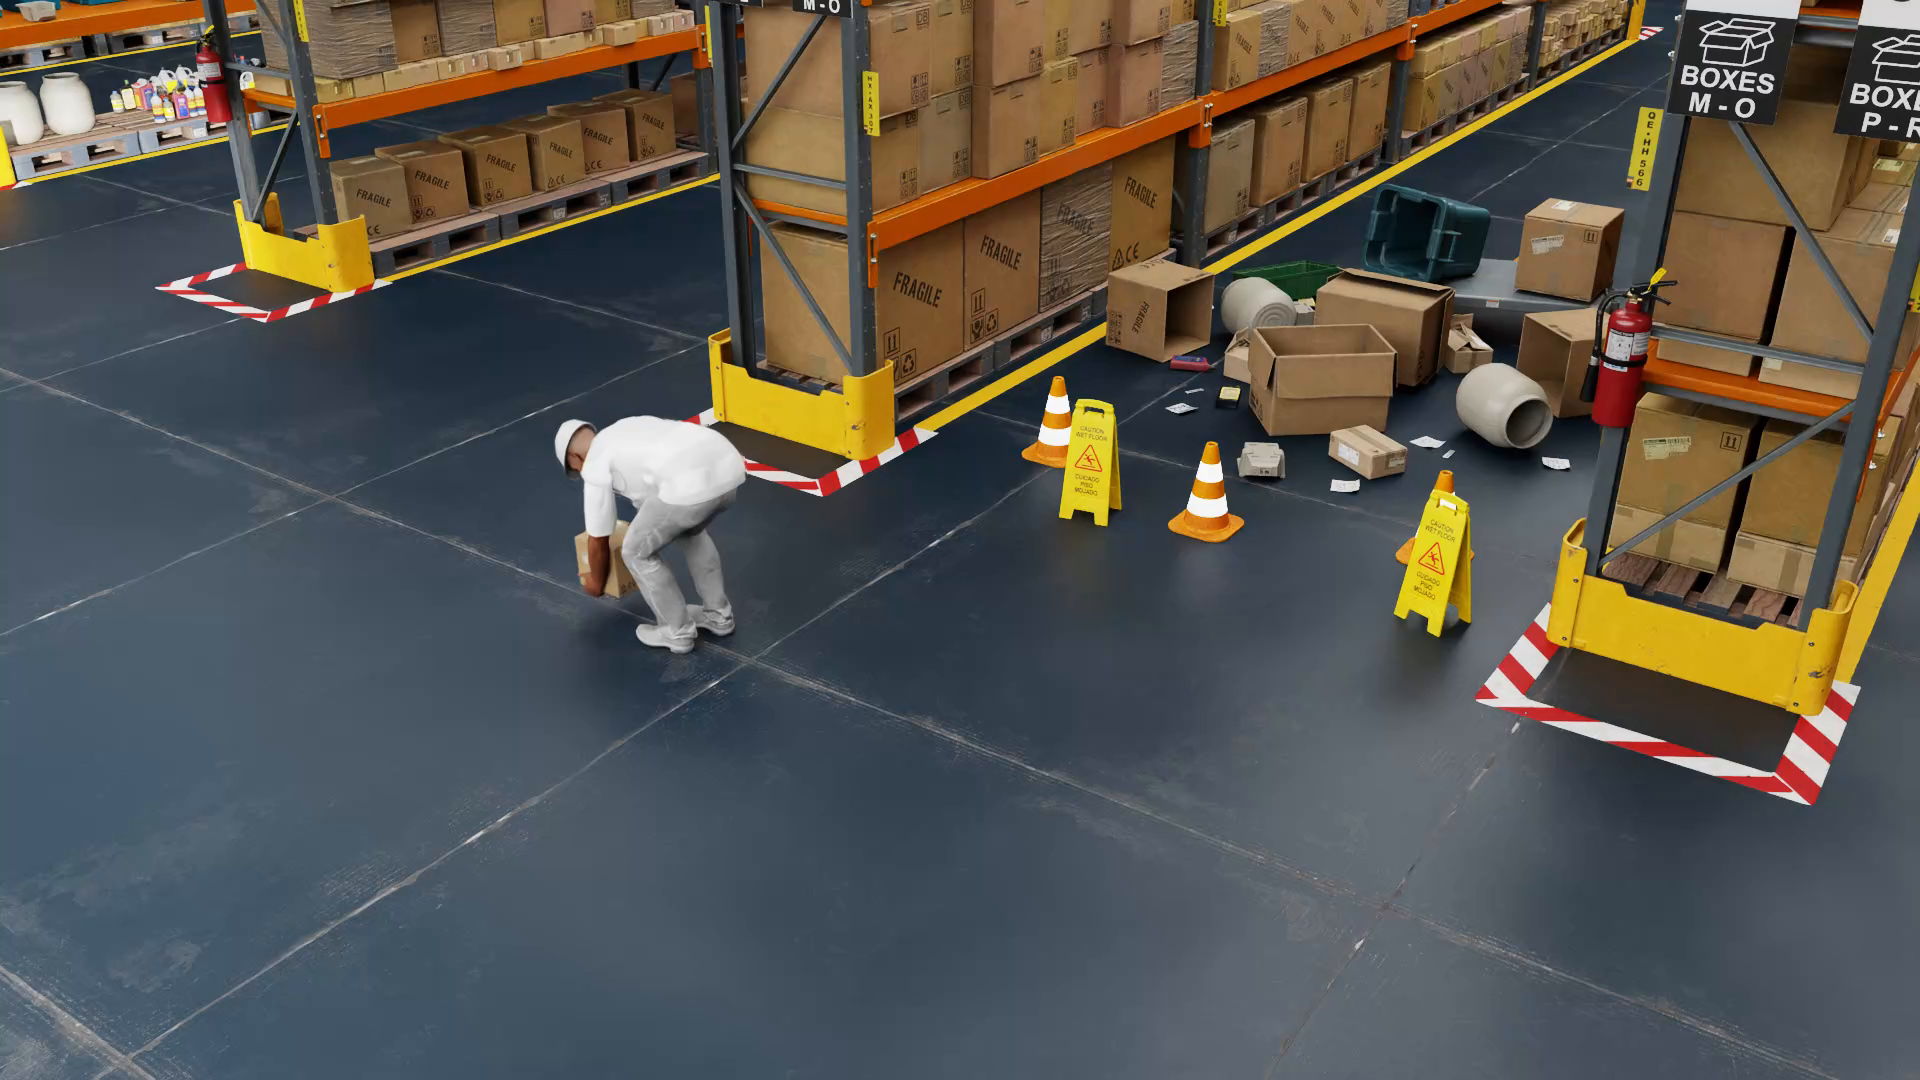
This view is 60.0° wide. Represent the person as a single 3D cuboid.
[{"bbox_3d":[-1.416,-0.066,7.517,0.980,1.043,0.494,16,31,28],"label":"person"}]
